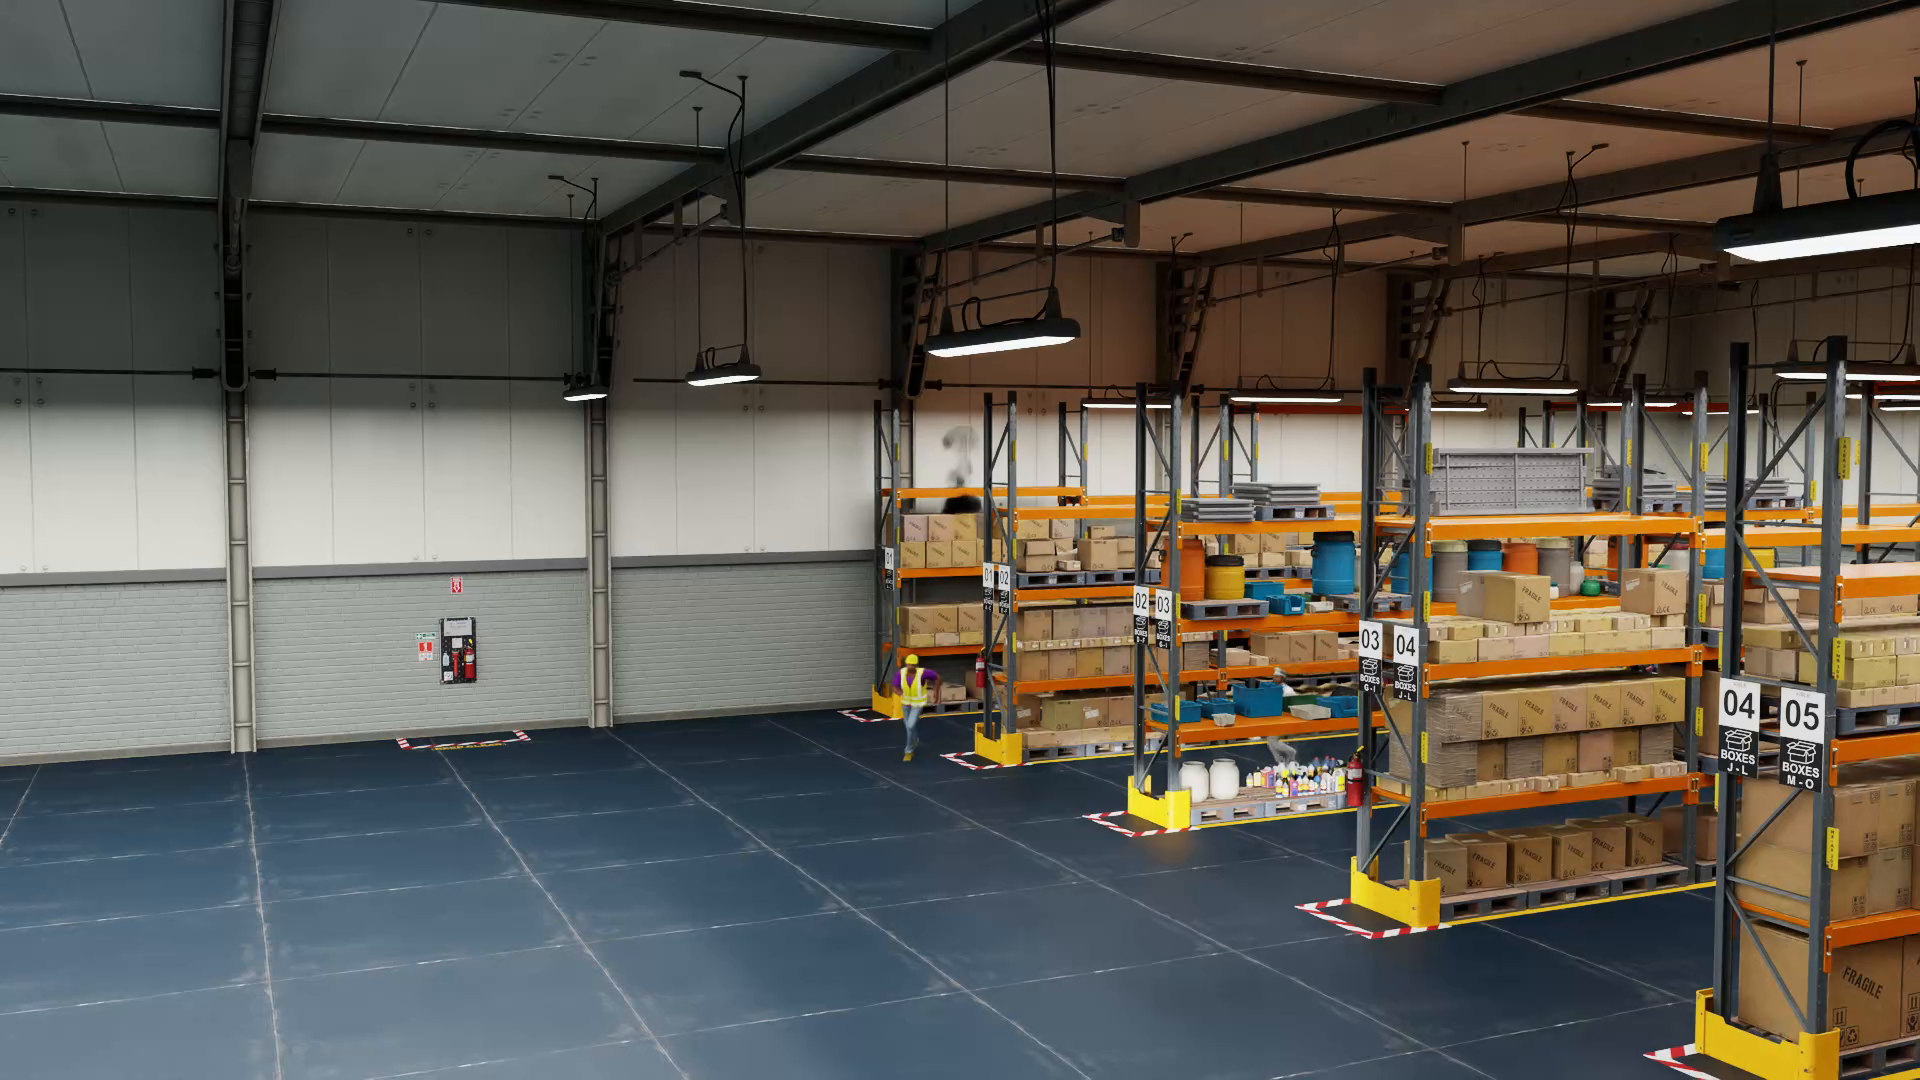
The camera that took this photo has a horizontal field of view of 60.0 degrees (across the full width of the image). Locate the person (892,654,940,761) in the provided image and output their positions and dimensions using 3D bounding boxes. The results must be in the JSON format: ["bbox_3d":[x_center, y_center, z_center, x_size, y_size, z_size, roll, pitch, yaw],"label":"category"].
[{"bbox_3d":[-0.719,2.745,27.307,0.768,1.795,0.870,1,3,18],"label":"person"}]

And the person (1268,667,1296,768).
[{"bbox_3d":[4.970,2.824,26.064,0.529,1.661,0.570,-2,4,-31],"label":"person"}]
